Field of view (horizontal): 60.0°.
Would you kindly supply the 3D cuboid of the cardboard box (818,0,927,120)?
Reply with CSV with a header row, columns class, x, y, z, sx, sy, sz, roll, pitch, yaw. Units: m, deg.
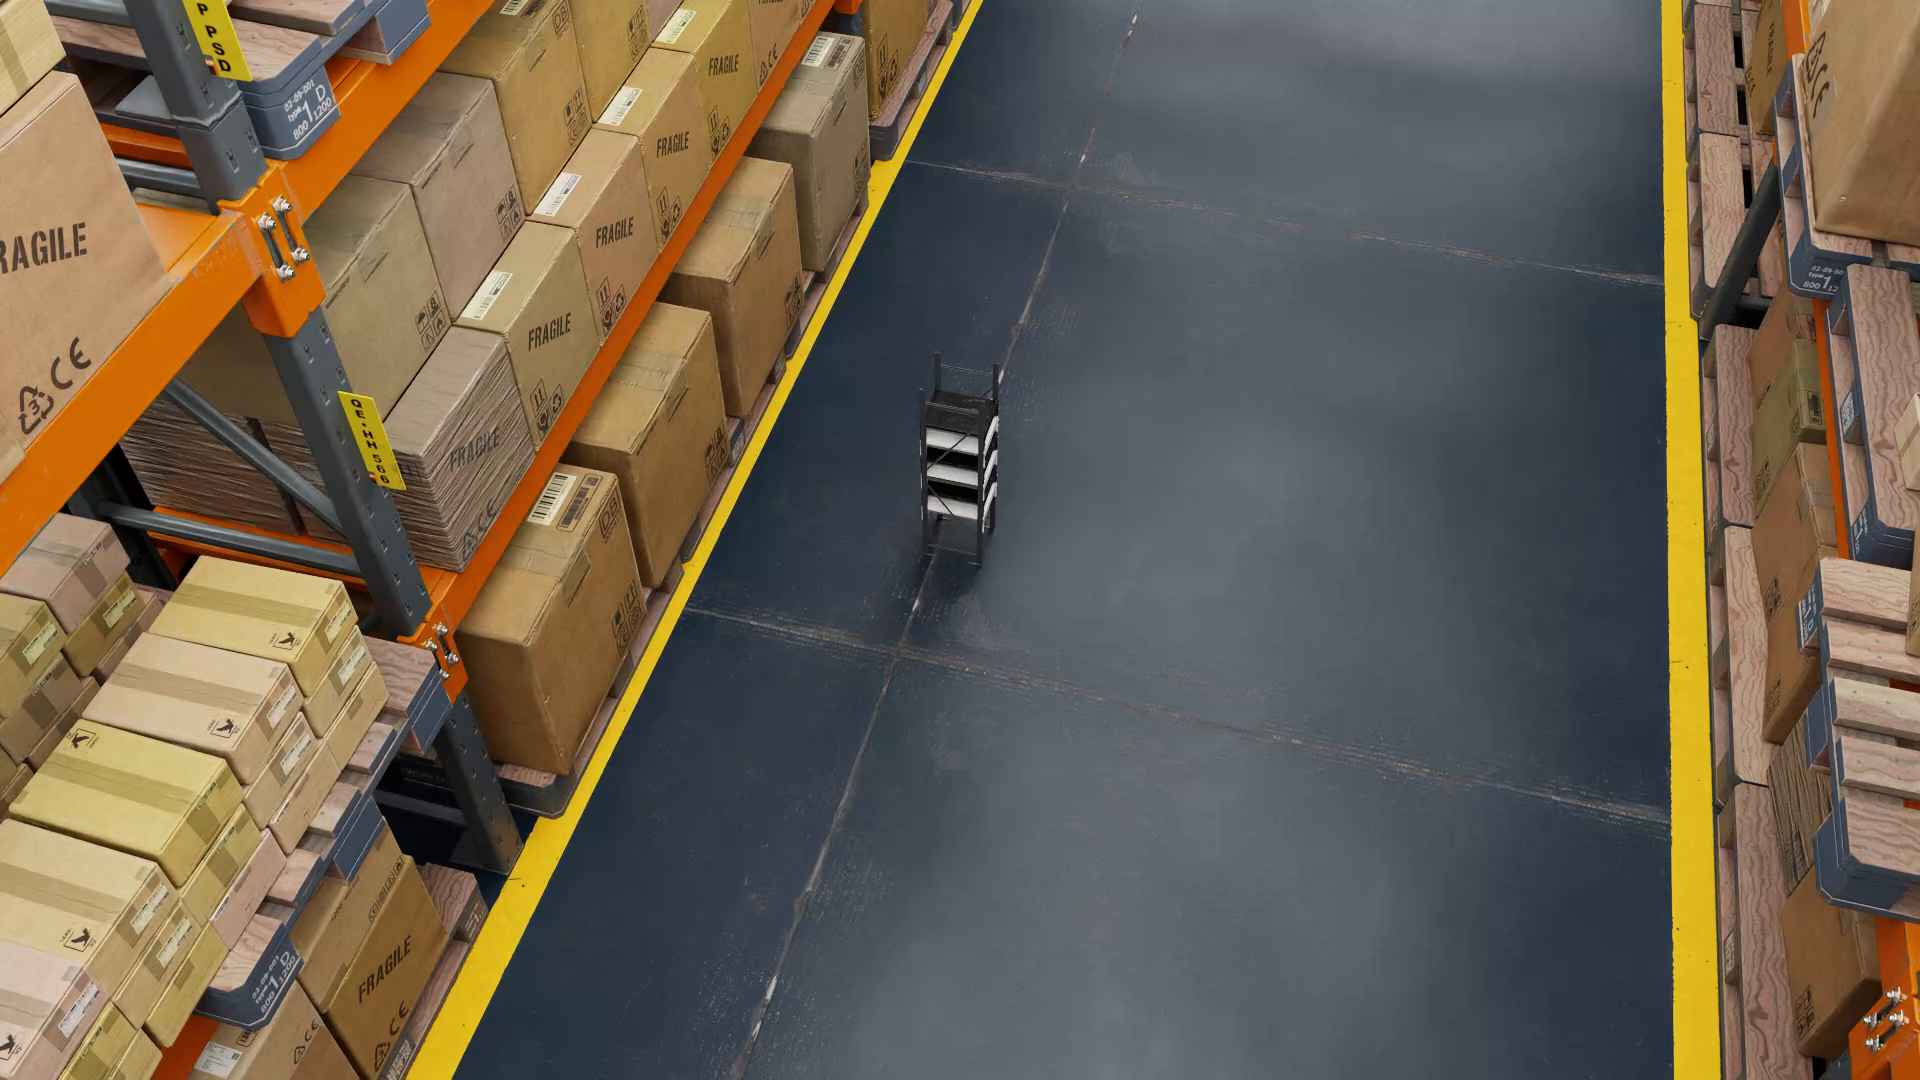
class,x,y,z,sx,sy,sz,roll,pitch,yaw
cardboard box,-0.714,-2.759,8.240,0.875,0.875,0.875,12,50,11

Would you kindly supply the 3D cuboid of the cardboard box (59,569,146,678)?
class,x,y,z,sx,sy,sz,roll,pitch,yaw
cardboard box,-2.321,0.167,4.210,0.380,0.149,0.250,14,50,12

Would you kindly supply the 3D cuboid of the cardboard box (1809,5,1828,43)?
class,x,y,z,sx,sy,sz,roll,pitch,yaw
cardboard box,3.585,-1.960,6.566,0.380,0.149,0.250,12,50,10

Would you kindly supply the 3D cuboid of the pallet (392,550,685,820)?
class,x,y,z,sx,sy,sz,roll,pitch,yaw
pallet,-1.720,0.379,6.194,1.003,0.211,1.213,12,50,10

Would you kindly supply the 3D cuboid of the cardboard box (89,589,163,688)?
class,x,y,z,sx,sy,sz,roll,pitch,yaw
cardboard box,-2.312,0.239,4.344,0.380,0.149,0.250,11,49,10

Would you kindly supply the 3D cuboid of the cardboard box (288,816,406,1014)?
class,x,y,z,sx,sy,sz,roll,pitch,yaw
cardboard box,-1.927,0.998,4.675,0.500,0.250,0.500,11,49,9

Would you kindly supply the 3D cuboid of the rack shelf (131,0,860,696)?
class,x,y,z,sx,sy,sz,roll,pitch,yaw
rack shelf,-1.473,-1.197,6.205,1.077,0.370,4.000,12,50,10

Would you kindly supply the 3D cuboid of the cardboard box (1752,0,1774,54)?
class,x,y,z,sx,sy,sz,roll,pitch,yaw
cardboard box,4.377,-2.699,8.437,0.500,0.500,0.500,16,50,14

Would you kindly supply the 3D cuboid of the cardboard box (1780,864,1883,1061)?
class,x,y,z,sx,sy,sz,roll,pitch,yaw
cardboard box,2.916,1.256,4.933,0.700,0.500,0.500,9,49,8

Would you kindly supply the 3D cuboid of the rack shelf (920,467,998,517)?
class,x,y,z,sx,sy,sz,roll,pitch,yaw
rack shelf,-0.002,-0.210,6.419,0.258,0.077,0.200,12,50,10

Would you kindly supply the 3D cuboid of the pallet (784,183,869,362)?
class,x,y,z,sx,sy,sz,roll,pitch,yaw
pallet,-1.077,-1.386,7.752,1.003,0.211,1.213,12,50,10

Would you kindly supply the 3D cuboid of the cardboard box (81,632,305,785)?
class,x,y,z,sx,sy,sz,roll,pitch,yaw
cardboard box,-1.755,0.385,3.819,0.380,0.149,0.250,11,49,10

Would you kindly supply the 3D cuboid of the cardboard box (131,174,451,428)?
class,x,y,z,sx,sy,sz,roll,pitch,yaw
cardboard box,-1.872,-0.675,4.531,0.700,0.500,0.500,11,50,10

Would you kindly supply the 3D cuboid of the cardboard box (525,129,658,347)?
class,x,y,z,sx,sy,sz,roll,pitch,yaw
cardboard box,-1.357,-1.026,5.507,0.500,0.500,0.500,12,50,10

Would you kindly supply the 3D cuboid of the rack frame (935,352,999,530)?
class,x,y,z,sx,sy,sz,roll,pitch,yaw
rack frame,0.025,-0.365,6.391,0.240,0.900,0.006,12,50,10

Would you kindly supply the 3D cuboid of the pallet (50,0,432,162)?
class,x,y,z,sx,sy,sz,roll,pitch,yaw
pallet,-1.881,-1.395,4.025,1.213,0.211,1.003,14,50,12

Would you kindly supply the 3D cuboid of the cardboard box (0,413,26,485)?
class,x,y,z,sx,sy,sz,roll,pitch,yaw
cardboard box,-2.024,-0.187,2.766,0.500,0.500,0.500,12,50,10

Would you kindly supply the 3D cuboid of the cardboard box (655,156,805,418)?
class,x,y,z,sx,sy,sz,roll,pitch,yaw
cardboard box,-1.281,-1.113,6.871,1.050,0.750,0.750,12,50,10

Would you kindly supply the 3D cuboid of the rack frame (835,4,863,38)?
class,x,y,z,sx,sy,sz,roll,pitch,yaw
rack frame,-0.947,-2.882,7.212,1.000,3.000,0.127,12,50,10

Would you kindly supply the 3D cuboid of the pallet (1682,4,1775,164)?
class,x,y,z,sx,sy,sz,roll,pitch,yaw
pallet,4.273,-2.285,8.545,1.003,0.211,1.213,12,50,10

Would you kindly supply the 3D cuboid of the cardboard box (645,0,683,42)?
class,x,y,z,sx,sy,sz,roll,pitch,yaw
cardboard box,-1.339,-2.148,5.830,0.700,0.500,0.500,12,50,10

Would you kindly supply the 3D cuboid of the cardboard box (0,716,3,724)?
class,x,y,z,sx,sy,sz,roll,pitch,yaw
cardboard box,-2.445,0.426,3.783,0.380,0.149,0.250,11,50,10

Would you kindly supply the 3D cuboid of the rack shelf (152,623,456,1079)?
class,x,y,z,sx,sy,sz,roll,pitch,yaw
rack shelf,-2.526,1.696,3.651,1.077,0.370,4.000,12,50,10

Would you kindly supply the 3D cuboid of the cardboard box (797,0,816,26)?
class,x,y,z,sx,sy,sz,roll,pitch,yaw
cardboard box,-0.826,-2.485,6.795,0.500,0.500,0.500,11,50,10

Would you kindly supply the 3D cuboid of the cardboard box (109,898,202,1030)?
class,x,y,z,sx,sy,sz,roll,pitch,yaw
cardboard box,-1.892,0.869,3.590,0.380,0.149,0.250,12,50,10

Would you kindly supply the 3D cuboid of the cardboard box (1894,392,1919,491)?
class,x,y,z,sx,sy,sz,roll,pitch,yaw
cardboard box,2.937,-0.291,4.734,0.396,0.266,0.258,10,49,9

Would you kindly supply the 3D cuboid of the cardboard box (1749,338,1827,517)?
class,x,y,z,sx,sy,sz,roll,pitch,yaw
cardboard box,3.485,-0.367,6.366,0.700,0.500,0.500,11,50,10

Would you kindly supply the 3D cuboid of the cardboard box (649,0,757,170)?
class,x,y,z,sx,sy,sz,roll,pitch,yaw
cardboard box,-1.092,-1.754,6.149,0.500,0.500,0.500,12,50,10

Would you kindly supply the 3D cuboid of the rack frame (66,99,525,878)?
class,x,y,z,sx,sy,sz,roll,pitch,yaw
rack frame,-2.000,0.011,4.658,1.000,3.000,0.127,12,50,10

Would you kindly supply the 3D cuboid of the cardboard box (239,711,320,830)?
class,x,y,z,sx,sy,sz,roll,pitch,yaw
cardboard box,-1.759,0.498,3.918,0.380,0.149,0.250,13,50,11

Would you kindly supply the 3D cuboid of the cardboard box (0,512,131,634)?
class,x,y,z,sx,sy,sz,roll,pitch,yaw
cardboard box,-2.309,0.058,4.108,0.380,0.149,0.250,12,50,10

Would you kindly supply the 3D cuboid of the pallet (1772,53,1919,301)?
class,x,y,z,sx,sy,sz,roll,pitch,yaw
pallet,3.470,-1.242,5.893,1.003,0.211,1.213,12,50,10

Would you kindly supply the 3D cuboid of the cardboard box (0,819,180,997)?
class,x,y,z,sx,sy,sz,roll,pitch,yaw
cardboard box,-1.890,0.768,3.481,0.380,0.149,0.250,13,50,11

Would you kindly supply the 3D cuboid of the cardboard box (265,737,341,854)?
class,x,y,z,sx,sy,sz,roll,pitch,yaw
cardboard box,-1.753,0.582,4.042,0.380,0.149,0.250,11,50,10

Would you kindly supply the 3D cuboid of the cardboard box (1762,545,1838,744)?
class,x,y,z,sx,sy,sz,roll,pitch,yaw
cardboard box,3.192,0.441,5.653,0.700,0.500,0.500,15,50,13

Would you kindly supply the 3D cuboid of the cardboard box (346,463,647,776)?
class,x,y,z,sx,sy,sz,roll,pitch,yaw
cardboard box,-1.753,0.194,5.717,1.050,0.750,0.750,11,49,10

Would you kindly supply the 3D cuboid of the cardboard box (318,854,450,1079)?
class,x,y,z,sx,sy,sz,roll,pitch,yaw
cardboard box,-1.921,1.227,4.972,0.500,0.500,0.500,11,50,10

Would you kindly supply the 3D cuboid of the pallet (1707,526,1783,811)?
class,x,y,z,sx,sy,sz,roll,pitch,yaw
pallet,3.289,0.541,6.050,1.003,0.211,1.213,12,50,10

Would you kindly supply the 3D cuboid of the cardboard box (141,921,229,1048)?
class,x,y,z,sx,sy,sz,roll,pitch,yaw
cardboard box,-1.890,0.948,3.719,0.380,0.149,0.250,11,49,10

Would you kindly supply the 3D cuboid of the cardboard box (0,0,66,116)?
class,x,y,z,sx,sy,sz,roll,pitch,yaw
cardboard box,-1.856,-0.924,2.906,0.396,0.266,0.258,12,50,10

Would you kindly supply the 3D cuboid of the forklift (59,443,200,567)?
class,x,y,z,sx,sy,sz,roll,pitch,yaw
forklift,-3.268,-0.987,5.585,1.130,2.935,3.031,12,50,10

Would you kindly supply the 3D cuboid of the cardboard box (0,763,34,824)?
class,x,y,z,sx,sy,sz,roll,pitch,yaw
cardboard box,-2.454,0.629,4.001,0.380,0.149,0.250,14,50,12

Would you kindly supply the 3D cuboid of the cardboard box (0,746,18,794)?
class,x,y,z,sx,sy,sz,roll,pitch,yaw
cardboard box,-2.457,0.557,3.865,0.380,0.149,0.250,10,49,9

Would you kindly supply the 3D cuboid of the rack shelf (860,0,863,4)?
class,x,y,z,sx,sy,sz,roll,pitch,yaw
rack shelf,-0.421,-4.091,8.758,1.077,0.370,4.000,12,50,10

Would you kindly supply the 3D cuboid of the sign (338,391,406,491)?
class,x,y,z,sx,sy,sz,roll,pitch,yaw
sign,-1.474,-0.245,4.165,0.100,0.325,0.005,12,50,10

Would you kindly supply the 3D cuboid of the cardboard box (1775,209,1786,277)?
class,x,y,z,sx,sy,sz,roll,pitch,yaw
cardboard box,3.955,-1.423,7.311,0.500,0.500,0.500,10,49,9

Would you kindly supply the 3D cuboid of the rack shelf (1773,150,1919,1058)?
class,x,y,z,sx,sy,sz,roll,pitch,yaw
rack shelf,3.285,-0.145,5.276,1.077,0.370,4.000,12,50,10

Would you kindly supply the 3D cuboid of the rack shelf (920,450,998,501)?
class,x,y,z,sx,sy,sz,roll,pitch,yaw
rack shelf,-0.002,-0.270,6.351,0.258,0.077,0.200,12,50,10

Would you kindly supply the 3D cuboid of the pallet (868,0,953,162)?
class,x,y,z,sx,sy,sz,roll,pitch,yaw
pallet,-0.671,-2.494,8.729,1.003,0.211,1.213,12,50,10

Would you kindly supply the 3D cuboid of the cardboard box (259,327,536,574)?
class,x,y,z,sx,sy,sz,roll,pitch,yaw
cardboard box,-1.621,-0.293,4.860,0.500,0.500,0.500,12,50,10

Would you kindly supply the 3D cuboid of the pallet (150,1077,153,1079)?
class,x,y,z,sx,sy,sz,roll,pitch,yaw
pallet,-2.481,1.515,3.459,1.003,0.211,1.213,12,50,10

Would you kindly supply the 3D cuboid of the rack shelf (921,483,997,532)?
class,x,y,z,sx,sy,sz,roll,pitch,yaw
rack shelf,-0.002,-0.151,6.486,0.258,0.077,0.200,12,50,10

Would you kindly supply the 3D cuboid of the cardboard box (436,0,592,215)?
class,x,y,z,sx,sy,sz,roll,pitch,yaw
cardboard box,-1.607,-1.413,5.182,0.700,0.500,0.500,11,49,9

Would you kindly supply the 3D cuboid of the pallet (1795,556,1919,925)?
class,x,y,z,sx,sy,sz,roll,pitch,yaw
pallet,2.844,0.590,4.275,1.213,0.211,1.003,12,50,10

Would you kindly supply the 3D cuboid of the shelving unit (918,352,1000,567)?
class,x,y,z,sx,sy,sz,roll,pitch,yaw
shelving unit,-0.002,-0.292,6.326,0.258,0.900,0.210,12,50,10
